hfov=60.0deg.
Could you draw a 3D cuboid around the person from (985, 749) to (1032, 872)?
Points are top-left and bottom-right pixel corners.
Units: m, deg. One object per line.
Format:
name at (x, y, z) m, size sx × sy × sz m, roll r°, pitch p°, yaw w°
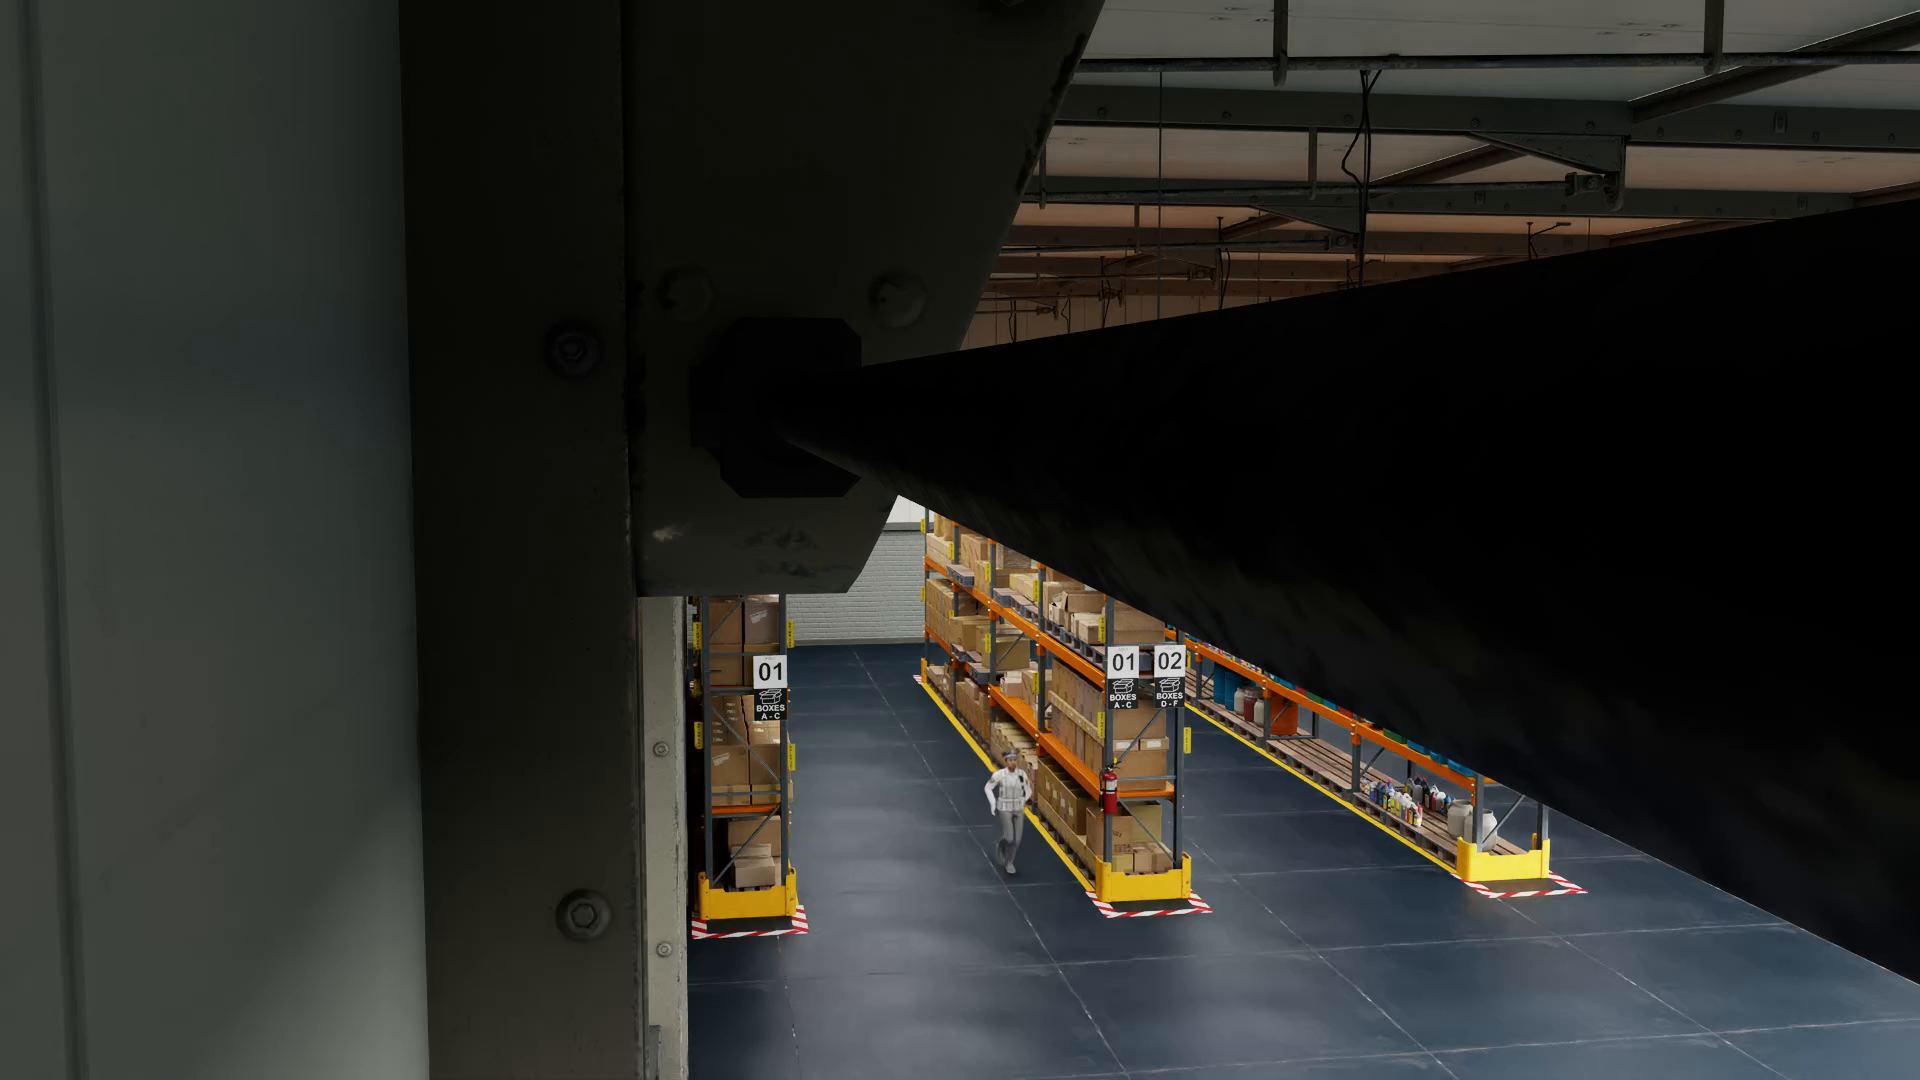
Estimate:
person at (0.680, 3.576, 21.929) m, size 0.605 × 1.659 × 0.535 m, roll -1°, pitch 5°, yaw -16°
